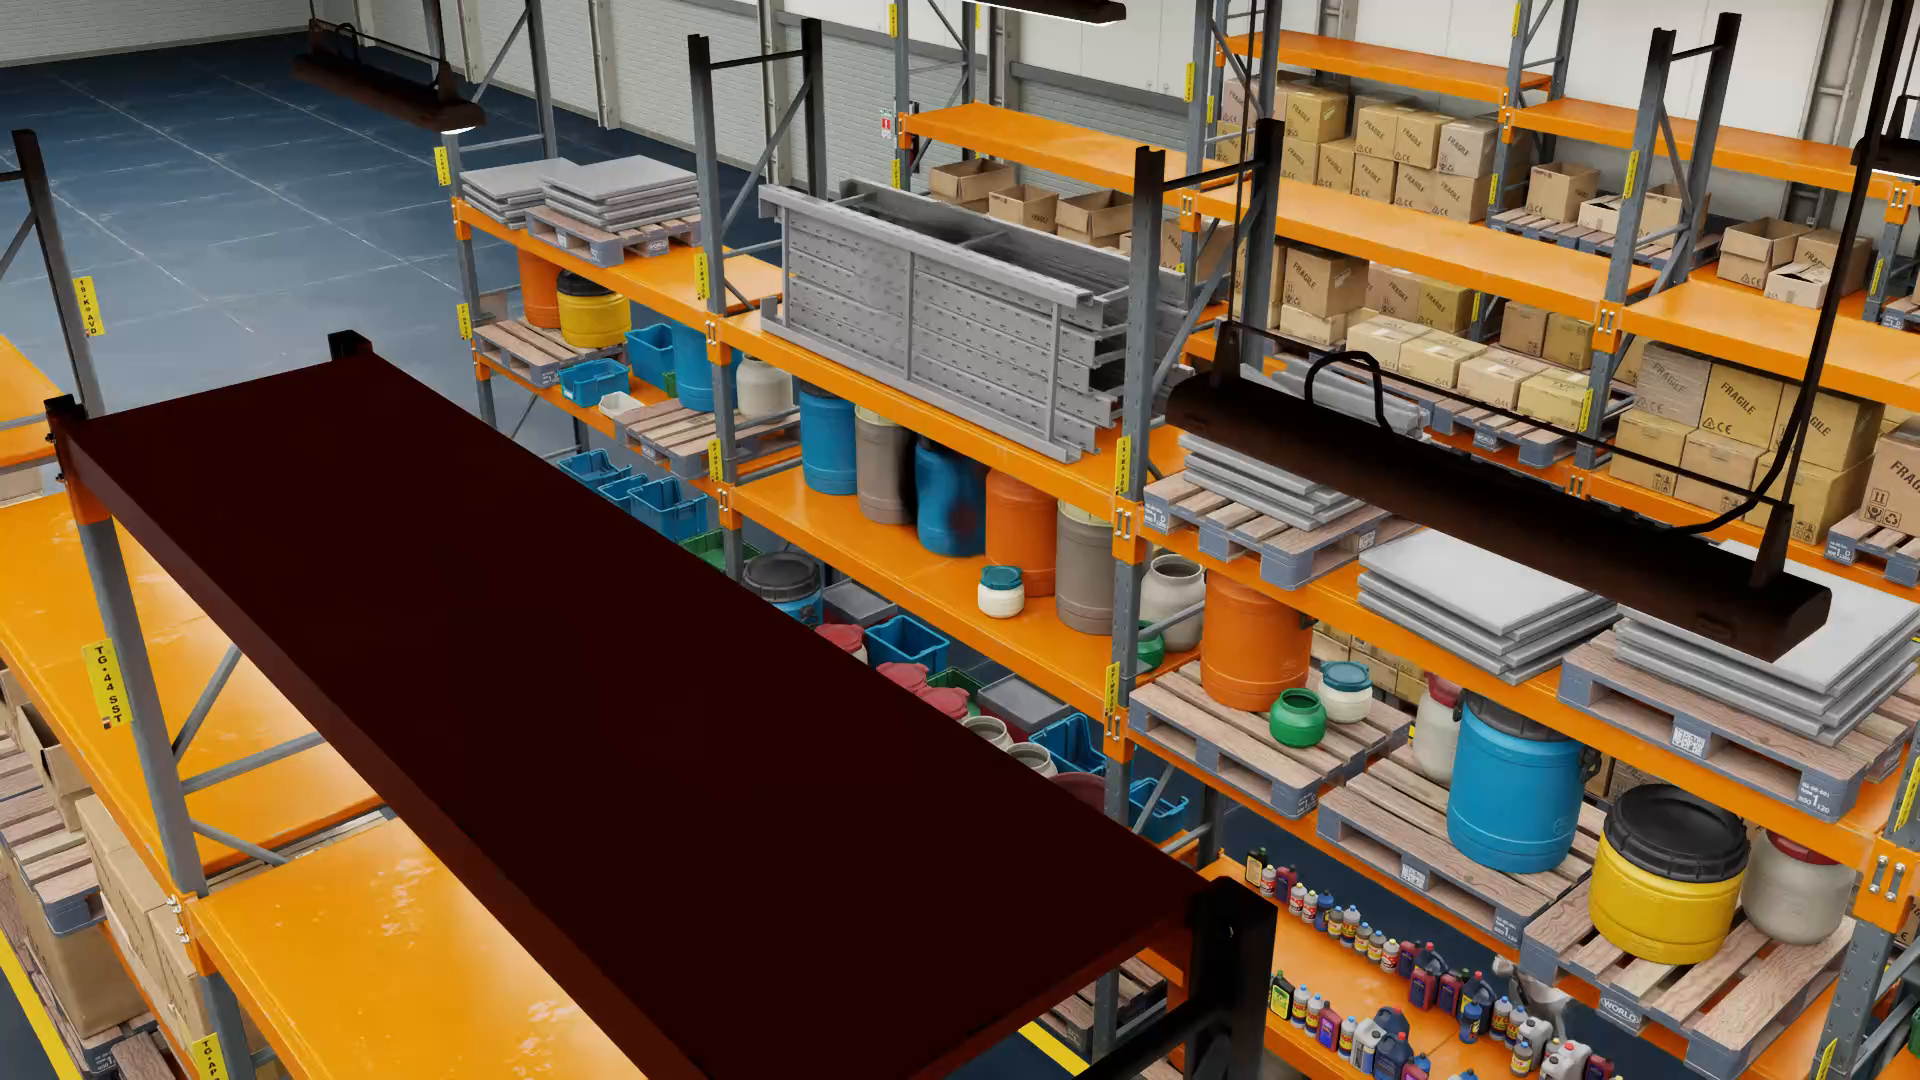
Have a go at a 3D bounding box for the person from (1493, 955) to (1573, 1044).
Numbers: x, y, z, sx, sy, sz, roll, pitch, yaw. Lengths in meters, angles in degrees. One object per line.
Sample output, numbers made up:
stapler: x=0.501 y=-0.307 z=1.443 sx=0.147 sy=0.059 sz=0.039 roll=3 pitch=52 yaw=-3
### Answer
person: x=3.659 y=2.852 z=10.252 sx=0.620 sy=1.479 sz=1.018 roll=-14 pitch=30 yaw=-25
